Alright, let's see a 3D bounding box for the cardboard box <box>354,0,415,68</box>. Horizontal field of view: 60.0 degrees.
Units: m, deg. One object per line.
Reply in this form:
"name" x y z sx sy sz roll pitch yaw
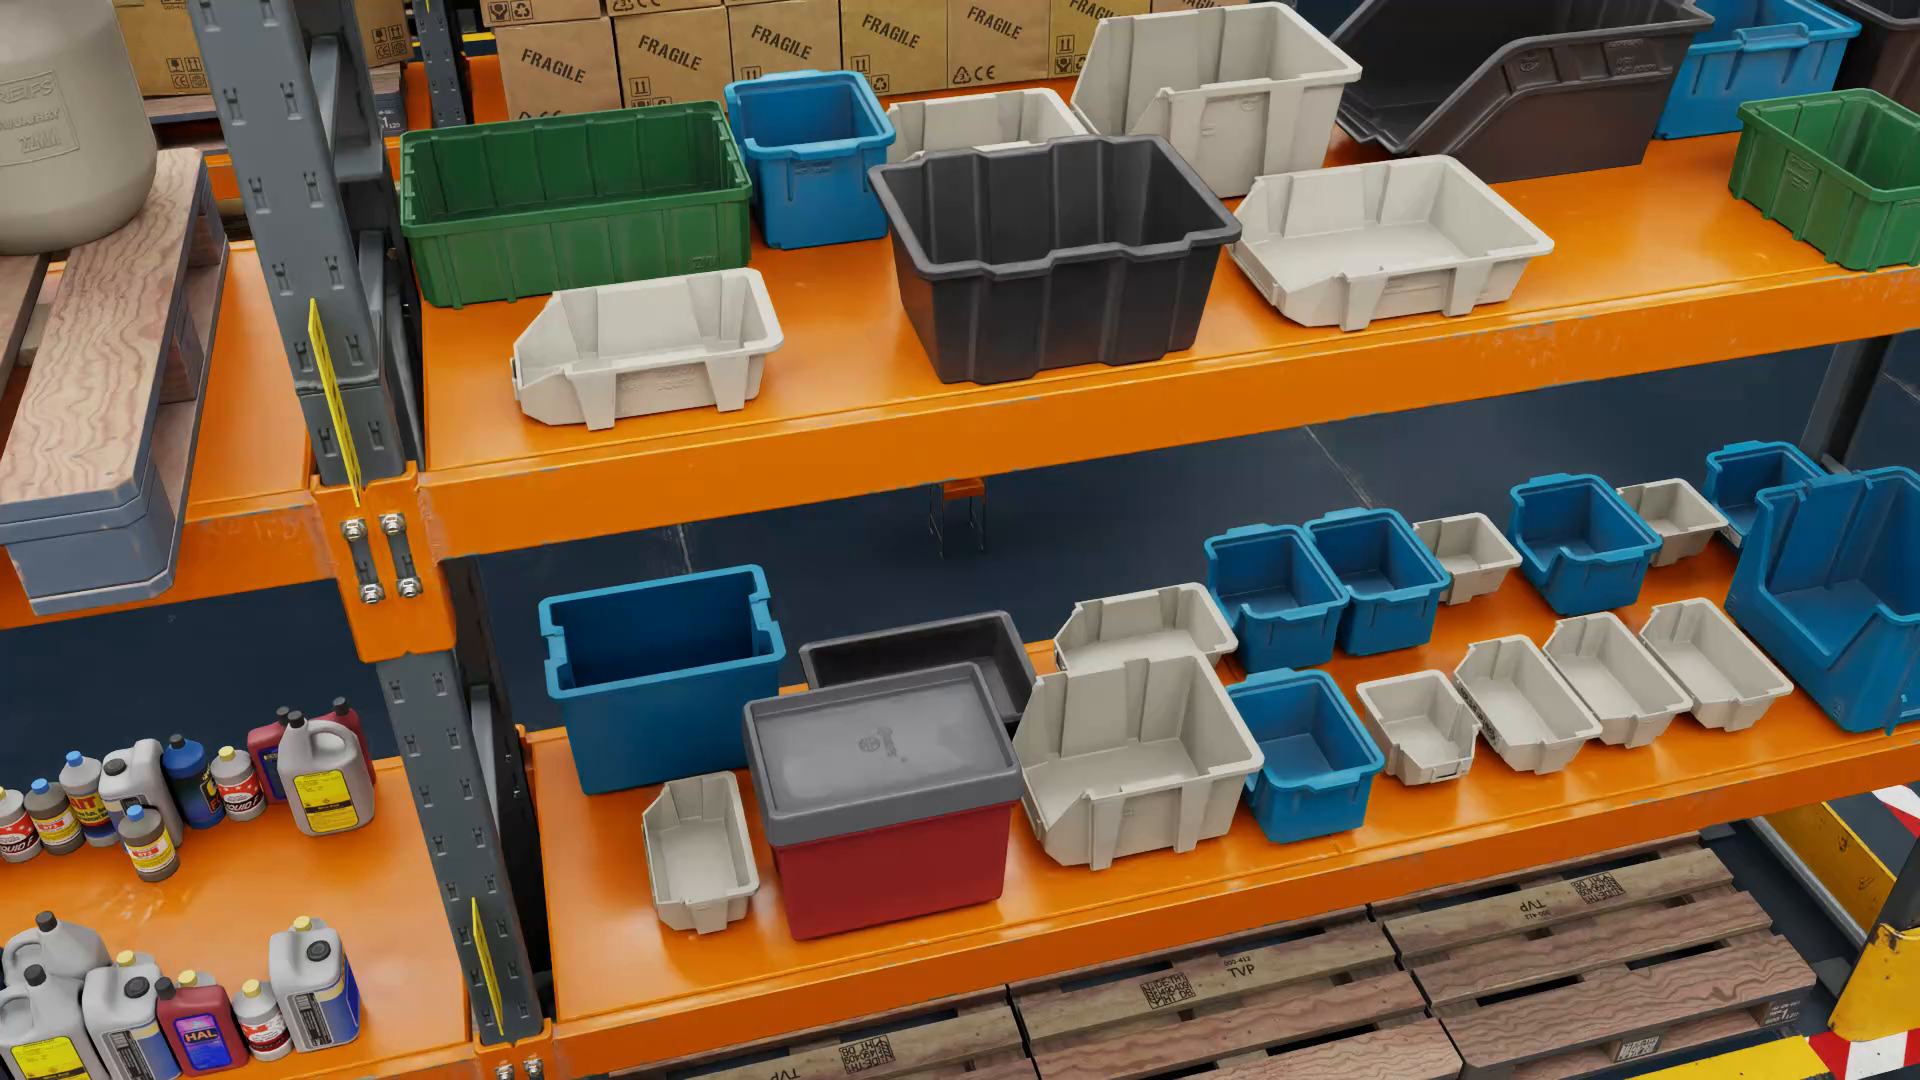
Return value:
"cardboard box" -2.912 -2.505 7.629 0.500 0.500 0.700 -23 43 -27

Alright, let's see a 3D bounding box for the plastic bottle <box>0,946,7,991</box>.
"plastic bottle" -2.127 0.965 3.560 0.185 0.351 0.144 -9 38 -12

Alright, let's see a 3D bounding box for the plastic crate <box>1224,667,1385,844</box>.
"plastic crate" 0.837 0.548 4.153 0.300 0.233 0.416 -9 38 -12

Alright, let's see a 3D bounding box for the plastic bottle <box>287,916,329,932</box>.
"plastic bottle" -1.455 0.924 3.737 0.097 0.201 0.097 0 37 0

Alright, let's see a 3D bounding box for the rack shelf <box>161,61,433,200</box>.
"rack shelf" -4.327 -1.640 7.517 4.000 0.370 1.077 -9 38 -12

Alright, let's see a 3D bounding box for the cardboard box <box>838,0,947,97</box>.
"cardboard box" -0.366 -2.446 7.896 0.500 0.500 0.500 -10 39 -13

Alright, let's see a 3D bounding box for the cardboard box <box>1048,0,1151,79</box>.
"cardboard box" 0.604 -2.601 8.099 0.500 0.500 0.500 -9 38 -12

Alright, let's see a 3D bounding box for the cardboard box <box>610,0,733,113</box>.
"cardboard box" -1.340 -2.286 7.688 0.500 0.500 0.500 -9 38 -11

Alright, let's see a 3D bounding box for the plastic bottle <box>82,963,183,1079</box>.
"plastic bottle" -1.758 1.022 3.547 0.135 0.276 0.152 -9 38 -12

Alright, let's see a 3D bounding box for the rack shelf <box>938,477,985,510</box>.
"rack shelf" -0.014 -0.248 7.055 0.180 0.103 0.258 -9 38 -12

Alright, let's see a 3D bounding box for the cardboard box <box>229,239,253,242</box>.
"cardboard box" -3.278 -1.105 7.921 0.500 0.500 0.500 -9 38 -12

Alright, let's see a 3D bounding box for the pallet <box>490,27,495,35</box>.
"pallet" -2.937 -4.115 12.455 1.213 0.211 1.003 -9 38 -12

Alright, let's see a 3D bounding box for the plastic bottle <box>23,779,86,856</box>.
"plastic bottle" -2.221 0.668 4.072 0.097 0.201 0.097 0 37 0

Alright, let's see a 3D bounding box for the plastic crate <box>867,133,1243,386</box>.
"plastic crate" 0.162 -0.512 3.089 0.590 0.269 0.497 -9 38 -12

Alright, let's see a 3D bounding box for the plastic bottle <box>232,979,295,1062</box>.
"plastic bottle" -1.510 1.029 3.600 0.097 0.201 0.097 0 37 0

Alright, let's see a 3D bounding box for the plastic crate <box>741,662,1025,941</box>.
"plastic crate" -0.181 0.620 3.869 0.583 0.464 0.402 -9 38 -12

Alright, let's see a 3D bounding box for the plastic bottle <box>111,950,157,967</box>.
"plastic bottle" -1.808 0.982 3.661 0.097 0.201 0.097 0 37 0

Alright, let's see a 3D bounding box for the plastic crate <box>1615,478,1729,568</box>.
"plastic crate" 2.097 -0.041 5.003 0.298 0.136 0.250 -9 38 -12

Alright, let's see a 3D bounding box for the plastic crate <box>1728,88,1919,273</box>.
"plastic crate" 1.875 -0.754 3.472 0.336 0.188 0.450 -9 38 -12

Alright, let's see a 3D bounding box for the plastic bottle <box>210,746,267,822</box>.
"plastic bottle" -1.809 0.600 4.160 0.097 0.201 0.097 0 37 0

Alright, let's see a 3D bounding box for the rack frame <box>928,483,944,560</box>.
"rack frame" -0.102 -0.460 6.863 0.006 1.200 0.240 -9 38 -12

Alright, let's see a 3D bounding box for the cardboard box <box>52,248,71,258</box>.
"cardboard box" -4.377 -1.551 7.886 0.500 0.250 0.500 -10 39 -13

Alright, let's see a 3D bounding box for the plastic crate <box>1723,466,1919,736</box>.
"plastic crate" 2.478 0.154 4.501 0.499 0.435 0.616 -9 38 -12

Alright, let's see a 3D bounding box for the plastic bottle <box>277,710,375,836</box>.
"plastic bottle" -1.572 0.555 4.096 0.185 0.351 0.144 -9 38 -12

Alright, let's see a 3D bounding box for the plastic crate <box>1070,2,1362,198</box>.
"plastic crate" 0.533 -0.945 3.645 0.530 0.282 0.437 -9 38 -12

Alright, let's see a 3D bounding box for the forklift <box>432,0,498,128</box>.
"forklift" -2.800 -3.662 9.624 3.031 2.935 1.130 -9 38 -11

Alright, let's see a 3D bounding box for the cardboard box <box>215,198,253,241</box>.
"cardboard box" -3.439 -1.400 8.307 0.500 0.500 0.500 -9 38 -11

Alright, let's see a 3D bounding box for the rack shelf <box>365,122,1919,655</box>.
"rack shelf" 0.822 -0.559 3.635 4.000 0.370 1.077 -9 38 -12

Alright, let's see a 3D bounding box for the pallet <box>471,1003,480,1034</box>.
"pallet" -1.865 1.869 4.634 1.213 0.211 1.003 -9 38 -12

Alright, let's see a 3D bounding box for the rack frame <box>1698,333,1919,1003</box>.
"rack frame" 2.753 0.030 4.742 0.127 3.000 1.000 -9 38 -12

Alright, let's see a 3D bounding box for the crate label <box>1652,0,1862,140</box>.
"crate label" 1.778 -1.146 3.933 0.502 0.251 0.408 -9 38 -12

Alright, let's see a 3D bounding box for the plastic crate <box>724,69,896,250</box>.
"plastic crate" -0.313 -0.793 3.487 0.300 0.233 0.416 -9 38 -12

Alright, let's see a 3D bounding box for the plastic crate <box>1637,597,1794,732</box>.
"plastic crate" 2.013 0.346 4.497 0.243 0.136 0.396 -9 38 -12

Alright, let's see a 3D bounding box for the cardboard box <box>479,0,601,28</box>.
"cardboard box" -1.868 -2.589 7.261 0.500 0.500 0.500 -8 38 -11

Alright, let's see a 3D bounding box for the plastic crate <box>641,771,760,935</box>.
"plastic crate" -0.622 0.754 3.963 0.243 0.136 0.396 -9 38 -12

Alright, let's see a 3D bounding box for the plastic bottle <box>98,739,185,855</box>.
"plastic bottle" -2.008 0.620 4.072 0.135 0.276 0.152 -9 38 -12

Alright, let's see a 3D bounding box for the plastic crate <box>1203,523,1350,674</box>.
"plastic crate" 0.868 0.174 4.642 0.300 0.233 0.416 -9 38 -12

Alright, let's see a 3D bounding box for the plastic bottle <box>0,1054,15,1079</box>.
"plastic bottle" -2.089 1.050 3.450 0.185 0.351 0.144 -9 38 -12

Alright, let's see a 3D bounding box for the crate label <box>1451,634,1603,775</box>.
"crate label" 1.467 0.442 4.371 0.243 0.136 0.396 -9 38 -12

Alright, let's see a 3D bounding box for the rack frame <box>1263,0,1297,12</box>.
"rack frame" 1.465 -2.876 8.541 0.127 3.000 1.000 -9 38 -12

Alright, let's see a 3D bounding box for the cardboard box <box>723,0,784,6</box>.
"cardboard box" -0.874 -2.752 7.474 0.500 0.500 0.500 -10 39 -13

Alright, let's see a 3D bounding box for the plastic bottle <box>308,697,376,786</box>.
"plastic bottle" -1.574 0.517 4.201 0.133 0.283 0.061 -9 38 -12

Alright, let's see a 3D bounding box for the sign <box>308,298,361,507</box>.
"sign" -0.967 -0.209 2.578 0.005 0.325 0.100 -9 38 -12

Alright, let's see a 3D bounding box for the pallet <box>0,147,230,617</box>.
"pallet" -1.840 -0.272 2.823 1.003 0.211 1.213 -9 38 -12

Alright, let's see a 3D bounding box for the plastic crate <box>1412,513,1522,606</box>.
"plastic crate" 1.443 0.066 4.862 0.298 0.136 0.250 -9 38 -12

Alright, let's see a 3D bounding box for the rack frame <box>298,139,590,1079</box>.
"rack frame" -1.109 0.663 3.914 0.127 3.000 1.000 -9 38 -12

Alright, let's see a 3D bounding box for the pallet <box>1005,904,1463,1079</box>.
"pallet" 0.771 1.436 5.199 1.213 0.211 1.003 -9 38 -12

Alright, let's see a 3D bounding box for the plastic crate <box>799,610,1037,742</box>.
"plastic crate" -0.098 0.414 4.417 0.590 0.125 0.437 -9 38 -12

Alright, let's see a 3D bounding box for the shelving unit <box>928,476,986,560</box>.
"shelving unit" -0.014 -0.474 6.882 0.189 1.200 0.258 -9 38 -12

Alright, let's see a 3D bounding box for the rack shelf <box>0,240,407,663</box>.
"rack shelf" -3.040 0.074 2.807 4.000 0.370 1.077 -9 38 -12

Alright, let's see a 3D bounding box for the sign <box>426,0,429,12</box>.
"sign" -2.248 -2.378 6.936 0.005 0.325 0.100 -9 38 -12
